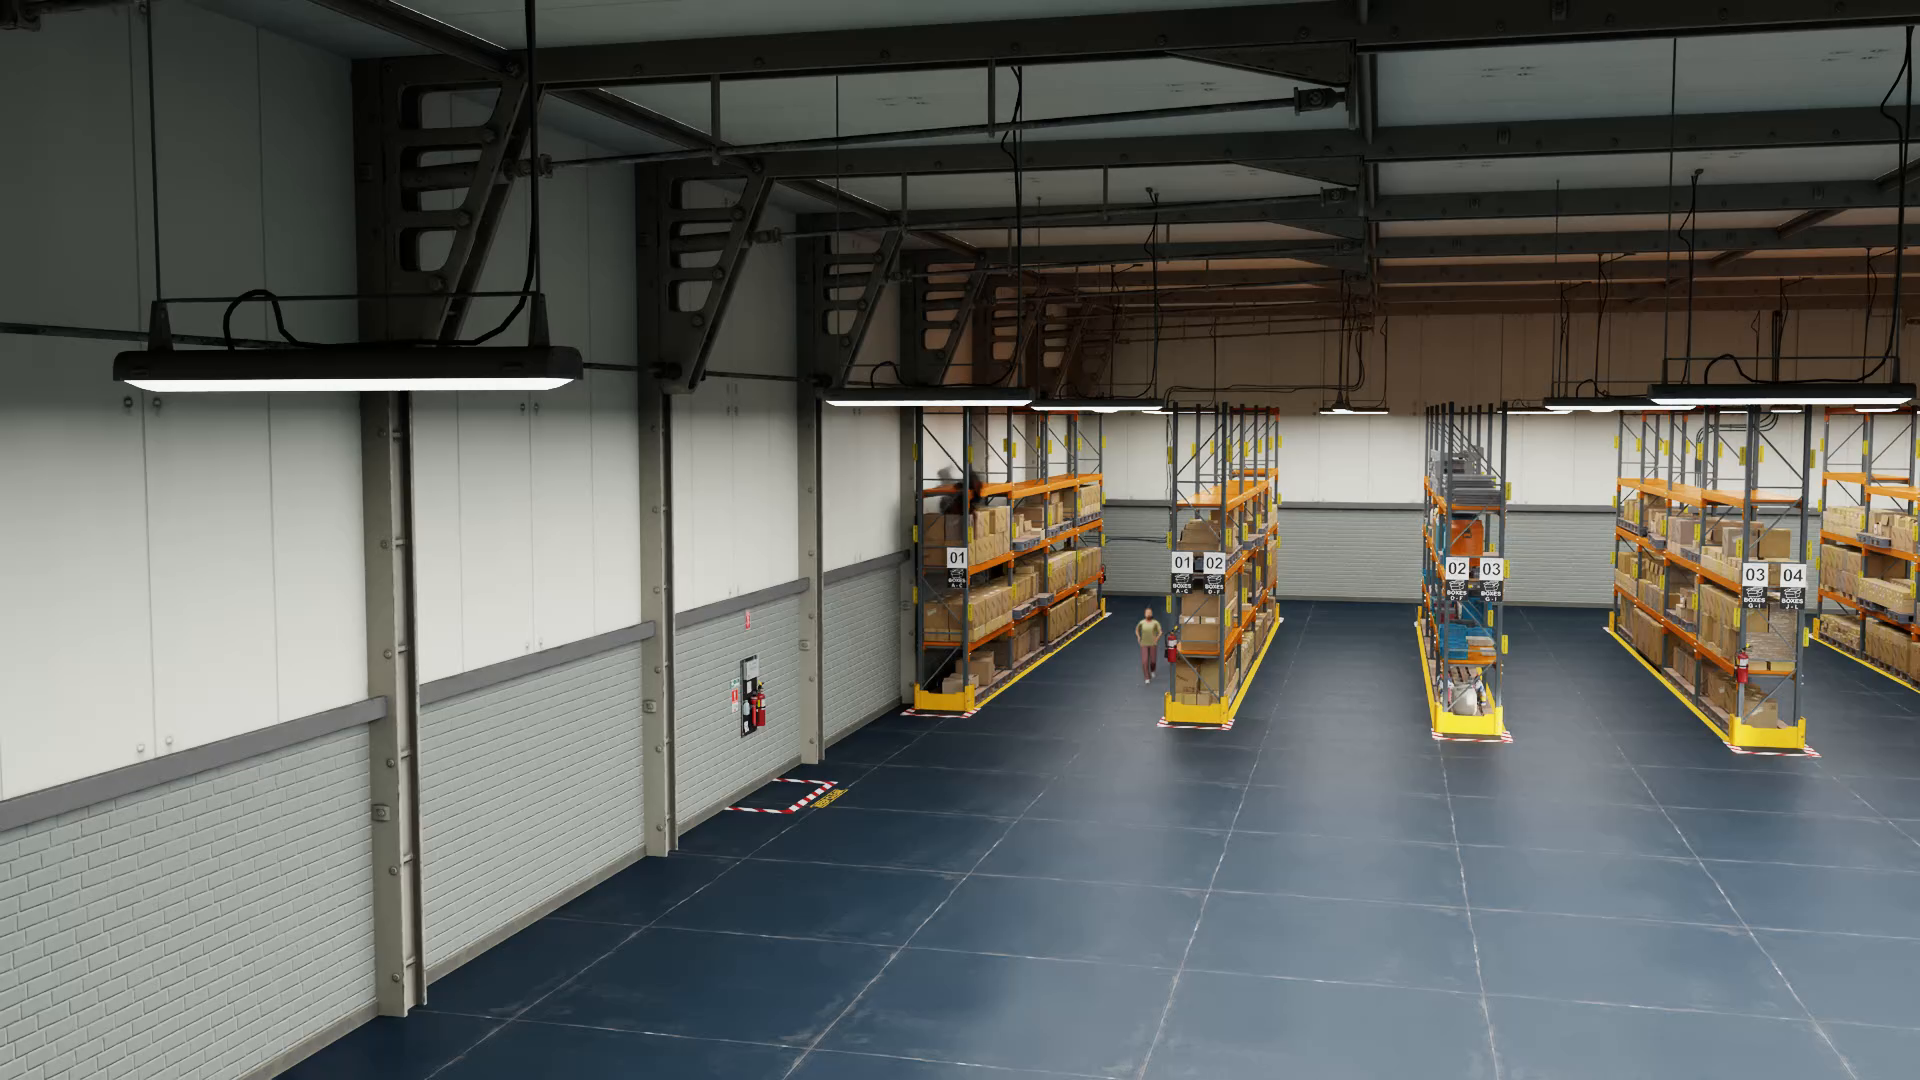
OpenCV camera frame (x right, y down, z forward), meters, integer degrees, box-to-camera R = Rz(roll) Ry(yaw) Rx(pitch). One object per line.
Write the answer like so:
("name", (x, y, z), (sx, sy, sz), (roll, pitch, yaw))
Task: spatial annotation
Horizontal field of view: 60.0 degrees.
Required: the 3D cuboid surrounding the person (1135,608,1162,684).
("person", (4.055, 2.264, 35.822), (0.580, 1.619, 0.609), (1, 4, 10))
